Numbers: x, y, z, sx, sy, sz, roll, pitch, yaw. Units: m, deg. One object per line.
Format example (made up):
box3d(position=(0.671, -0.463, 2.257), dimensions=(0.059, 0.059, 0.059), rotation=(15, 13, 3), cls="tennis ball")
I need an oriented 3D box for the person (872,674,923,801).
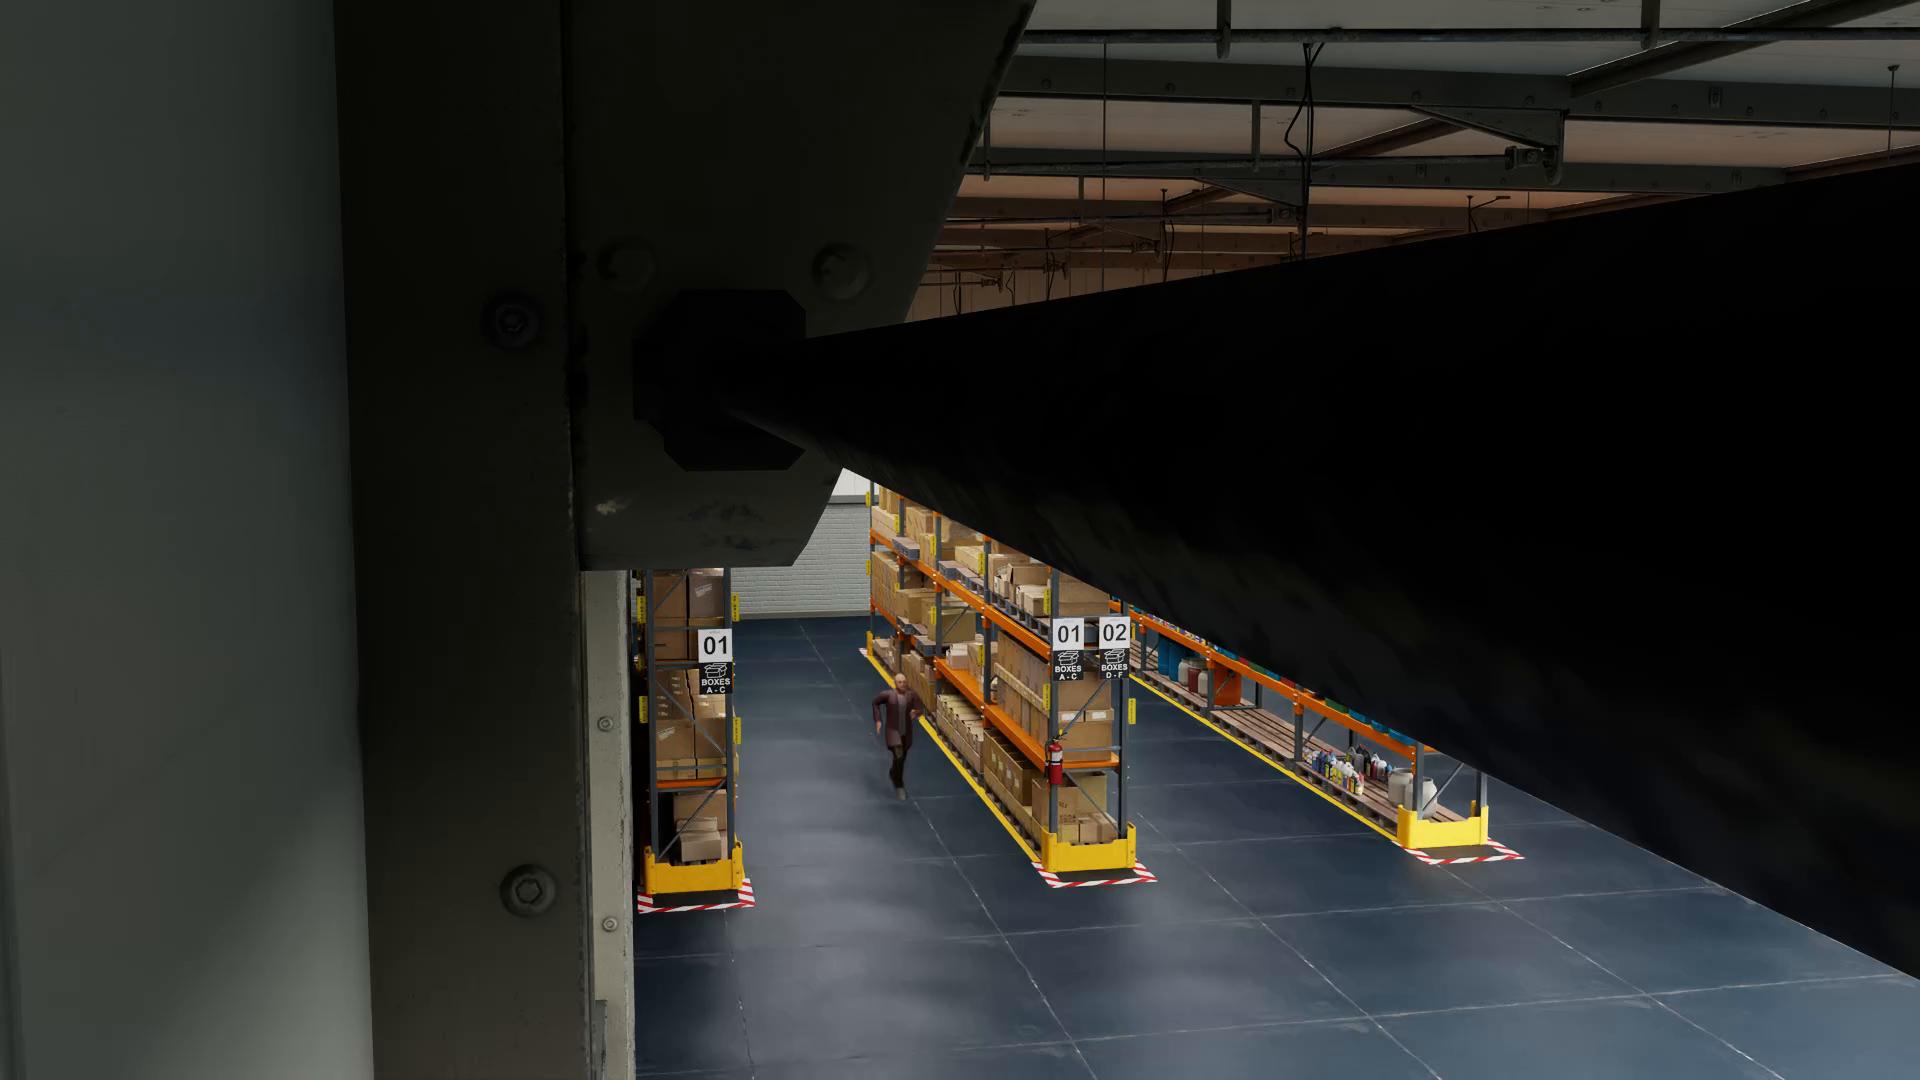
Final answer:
box3d(position=(-0.901, 2.881, 24.582), dimensions=(0.666, 1.847, 0.937), rotation=(-3, 7, -24), cls="person")
